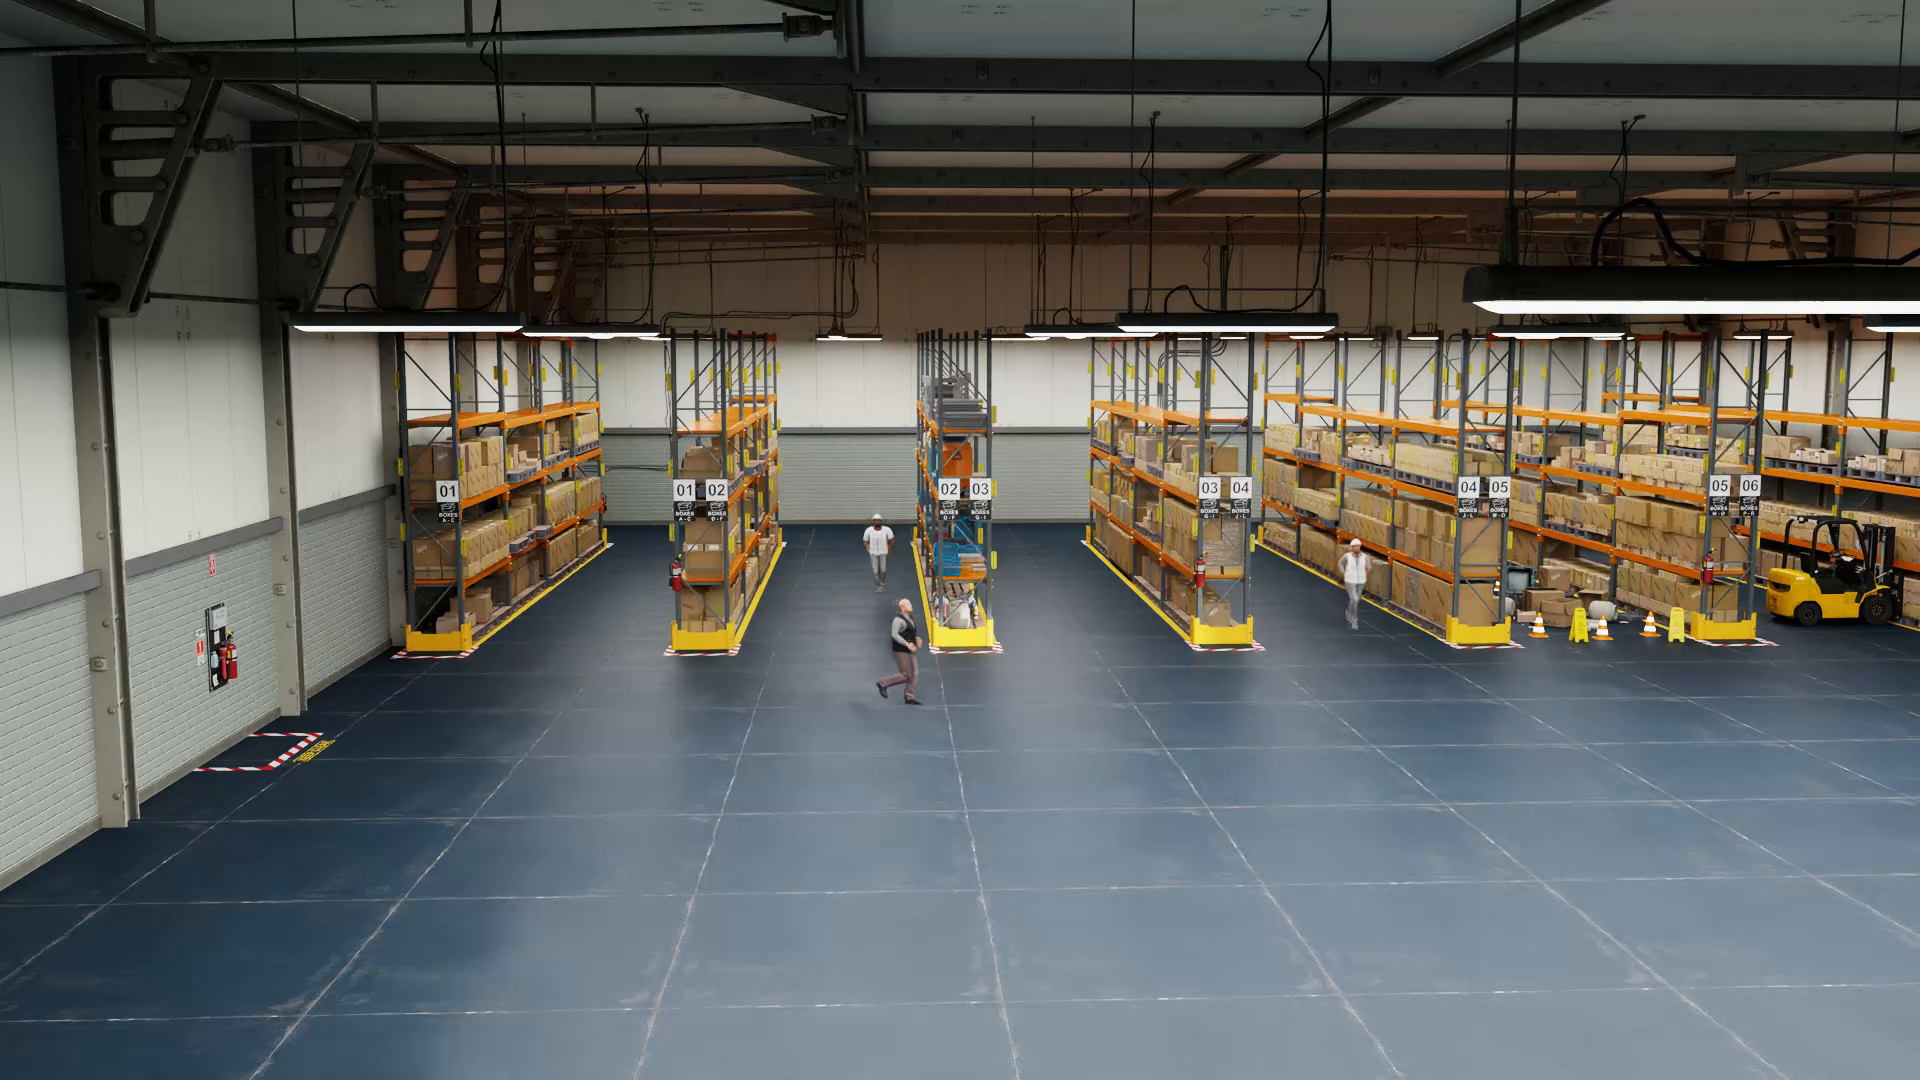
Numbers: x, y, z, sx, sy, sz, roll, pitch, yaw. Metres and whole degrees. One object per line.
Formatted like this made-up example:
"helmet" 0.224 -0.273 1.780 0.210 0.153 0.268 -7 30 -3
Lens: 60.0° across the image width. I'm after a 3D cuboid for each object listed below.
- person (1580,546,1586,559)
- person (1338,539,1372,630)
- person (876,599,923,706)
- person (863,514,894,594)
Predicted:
"person" 15.914 -0.072 42.417 0.586 1.630 0.583 0 7 -2
"person" 8.028 0.882 33.730 0.630 1.837 0.789 -1 7 -8
"person" -0.932 1.780 26.487 0.723 1.710 0.667 2 7 19
"person" -1.779 0.313 36.202 0.674 1.754 0.536 0 7 1
